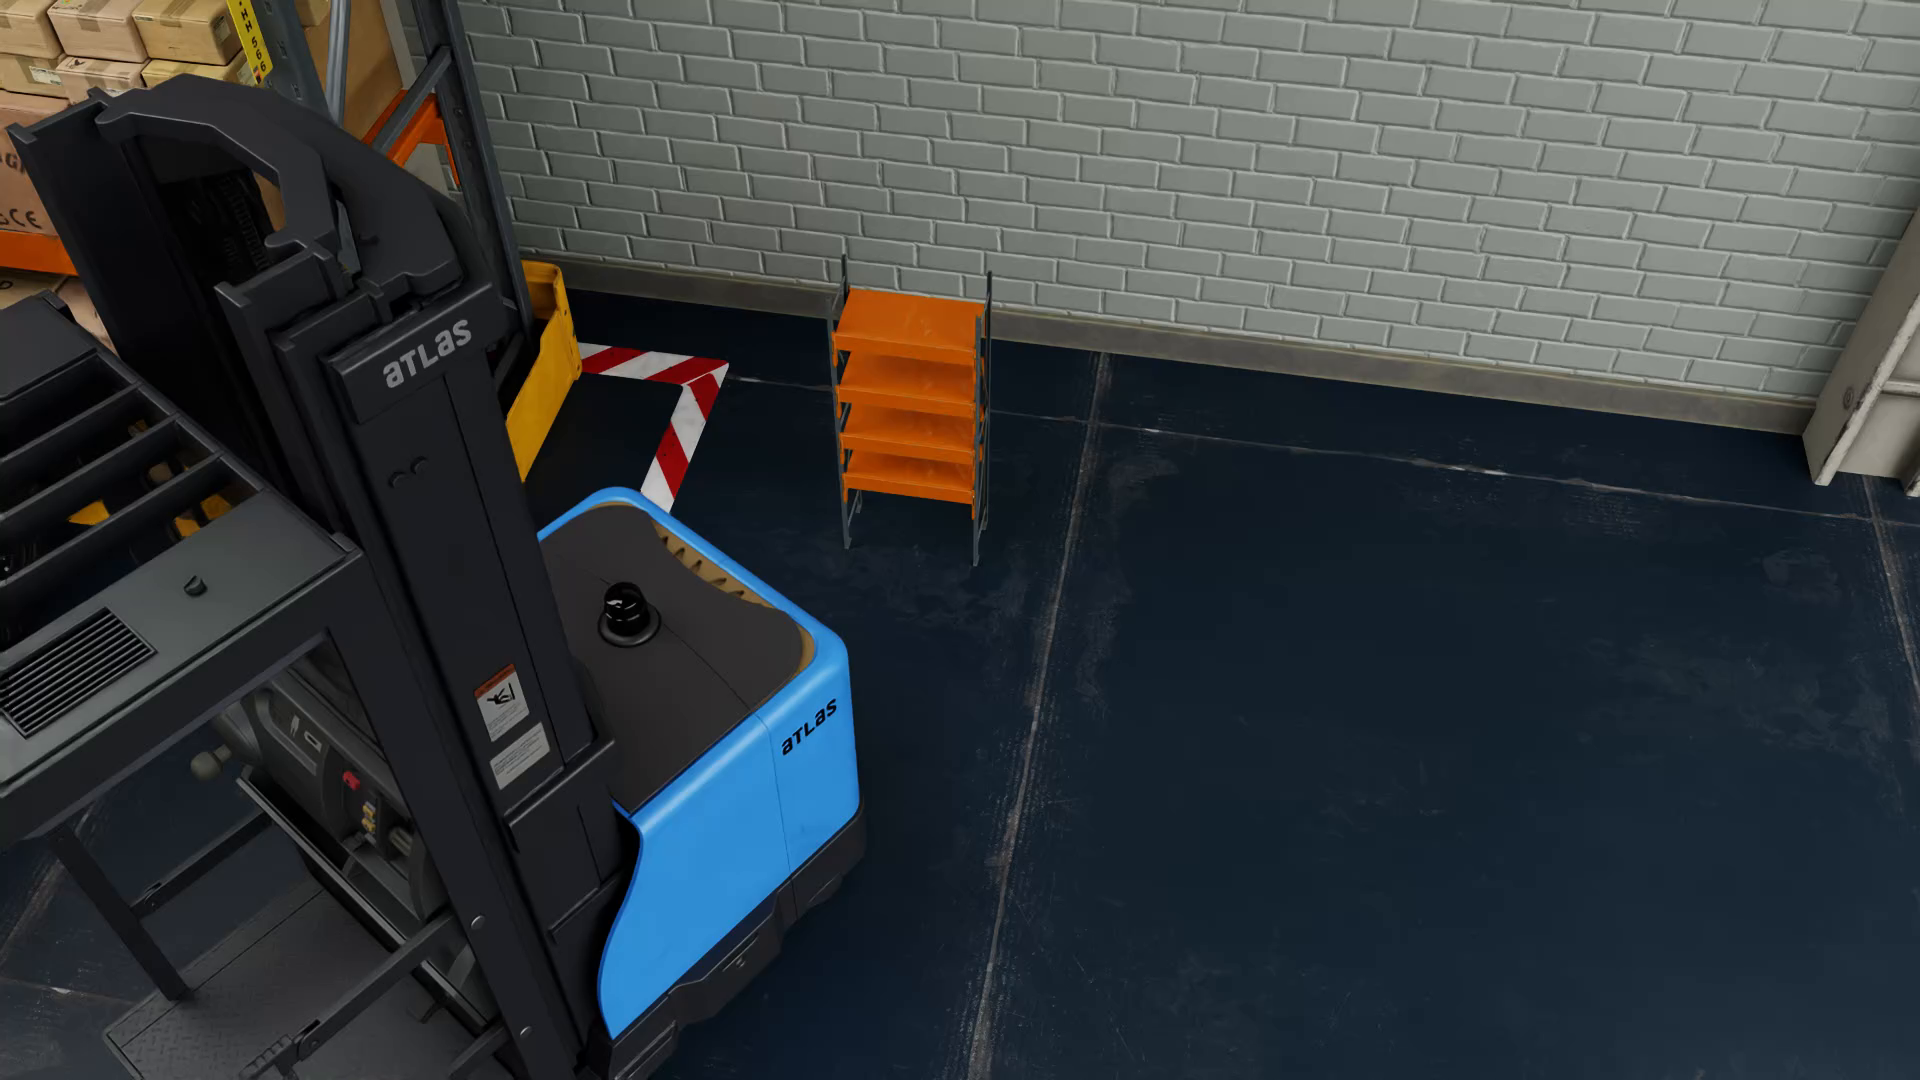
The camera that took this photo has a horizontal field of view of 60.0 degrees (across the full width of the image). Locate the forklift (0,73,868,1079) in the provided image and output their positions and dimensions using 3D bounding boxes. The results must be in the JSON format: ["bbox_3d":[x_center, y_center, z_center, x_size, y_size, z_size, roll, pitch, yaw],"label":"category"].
[{"bbox_3d":[-1.642,0.612,3.729,1.130,2.935,3.031,33,56,26],"label":"forklift"}]

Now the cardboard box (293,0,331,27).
[{"bbox_3d":[-2.137,-1.833,5.377,0.250,0.149,0.380,7,48,6],"label":"cardboard box"}]

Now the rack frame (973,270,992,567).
[{"bbox_3d":[0.077,-0.391,5.794,0.015,1.200,0.240,8,49,7],"label":"rack frame"}]

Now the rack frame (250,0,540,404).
[{"bbox_3d":[-1.849,-1.348,5.445,0.127,3.000,1.000,8,49,7],"label":"rack frame"}]

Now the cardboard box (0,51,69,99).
[{"bbox_3d":[-2.741,-1.531,5.105,0.250,0.149,0.380,8,49,8],"label":"cardboard box"}]

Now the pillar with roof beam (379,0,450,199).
[{"bbox_3d":[-3.140,-0.954,1.058,0.400,9.000,9.100,8,49,7],"label":"pillar with roof beam"}]

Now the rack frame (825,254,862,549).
[{"bbox_3d":[-0.403,-0.455,5.852,0.015,1.200,0.240,8,49,7],"label":"rack frame"}]

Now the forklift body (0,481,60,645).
[{"bbox_3d":[-4.040,0.020,4.786,1.214,2.155,2.313,8,49,7],"label":"forklift body"}]

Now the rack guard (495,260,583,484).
[{"bbox_3d":[-1.825,-0.510,6.372,0.348,0.500,1.175,8,49,7],"label":"rack guard"}]

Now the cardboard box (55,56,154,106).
[{"bbox_3d":[-2.497,-1.451,5.034,0.250,0.149,0.380,8,49,7],"label":"cardboard box"}]

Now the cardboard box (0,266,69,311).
[{"bbox_3d":[-3.360,-0.859,5.899,0.500,0.250,0.500,8,49,7],"label":"cardboard box"}]

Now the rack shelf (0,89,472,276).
[{"bbox_3d":[-3.817,-1.372,5.950,4.000,0.370,1.077,8,49,7],"label":"rack shelf"}]

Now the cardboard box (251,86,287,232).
[{"bbox_3d":[-2.380,-1.255,5.294,0.500,0.500,0.500,7,48,6],"label":"cardboard box"}]

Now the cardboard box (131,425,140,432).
[{"bbox_3d":[-2.875,-0.647,6.045,0.500,0.250,0.500,7,48,6],"label":"cardboard box"}]

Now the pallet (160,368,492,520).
[{"bbox_3d":[-2.609,-0.487,6.546,1.213,0.211,1.003,8,49,7],"label":"pallet"}]

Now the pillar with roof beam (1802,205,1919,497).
[{"bbox_3d":[2.765,-0.160,0.344,0.400,9.000,9.100,8,49,7],"label":"pillar with roof beam"}]

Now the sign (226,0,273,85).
[{"bbox_3d":[-1.959,-1.419,4.571,0.005,0.325,0.100,8,49,7],"label":"sign"}]

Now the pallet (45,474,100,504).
[{"bbox_3d":[-3.806,-0.650,6.692,1.213,0.211,1.003,8,49,7],"label":"pallet"}]

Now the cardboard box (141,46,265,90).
[{"bbox_3d":[-2.240,-1.439,5.023,0.250,0.149,0.380,8,49,7],"label":"cardboard box"}]

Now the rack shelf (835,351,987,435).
[{"bbox_3d":[-0.163,-0.527,5.707,0.480,0.148,0.258,8,49,7],"label":"rack shelf"}]

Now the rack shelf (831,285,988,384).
[{"bbox_3d":[-0.163,-0.686,5.531,0.480,0.148,0.258,8,49,7],"label":"rack shelf"}]

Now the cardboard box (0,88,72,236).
[{"bbox_3d":[-2.889,-1.330,5.361,0.500,0.500,0.500,9,49,8],"label":"cardboard box"}]

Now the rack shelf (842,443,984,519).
[{"bbox_3d":[-0.163,-0.245,6.021,0.480,0.148,0.258,8,49,7],"label":"rack shelf"}]

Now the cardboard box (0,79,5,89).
[{"bbox_3d":[-2.983,-1.572,5.142,0.250,0.149,0.380,7,48,7],"label":"cardboard box"}]

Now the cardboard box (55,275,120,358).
[{"bbox_3d":[-2.861,-0.800,5.846,0.500,0.250,0.500,8,49,8],"label":"cardboard box"}]

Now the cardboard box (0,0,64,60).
[{"bbox_3d":[-2.750,-1.616,4.982,0.250,0.149,0.380,9,49,8],"label":"cardboard box"}]

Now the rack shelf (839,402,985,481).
[{"bbox_3d":[-0.163,-0.378,5.873,0.480,0.148,0.258,8,49,7],"label":"rack shelf"}]

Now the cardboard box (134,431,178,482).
[{"bbox_3d":[-2.855,-0.473,6.225,0.500,0.250,0.500,8,49,7],"label":"cardboard box"}]

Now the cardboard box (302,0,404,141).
[{"bbox_3d":[-2.287,-1.651,5.649,0.500,0.500,0.500,9,49,8],"label":"cardboard box"}]

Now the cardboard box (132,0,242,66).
[{"bbox_3d":[-2.239,-1.591,4.960,0.250,0.149,0.380,8,49,7],"label":"cardboard box"}]

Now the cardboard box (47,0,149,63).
[{"bbox_3d":[-2.487,-1.601,4.969,0.250,0.149,0.380,8,49,7],"label":"cardboard box"}]

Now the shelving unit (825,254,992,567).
[{"bbox_3d":[-0.163,-0.423,5.823,0.503,1.200,0.258,8,49,7],"label":"shelving unit"}]

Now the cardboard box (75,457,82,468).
[{"bbox_3d":[-3.346,-0.546,6.290,0.500,0.250,0.500,8,49,7],"label":"cardboard box"}]
